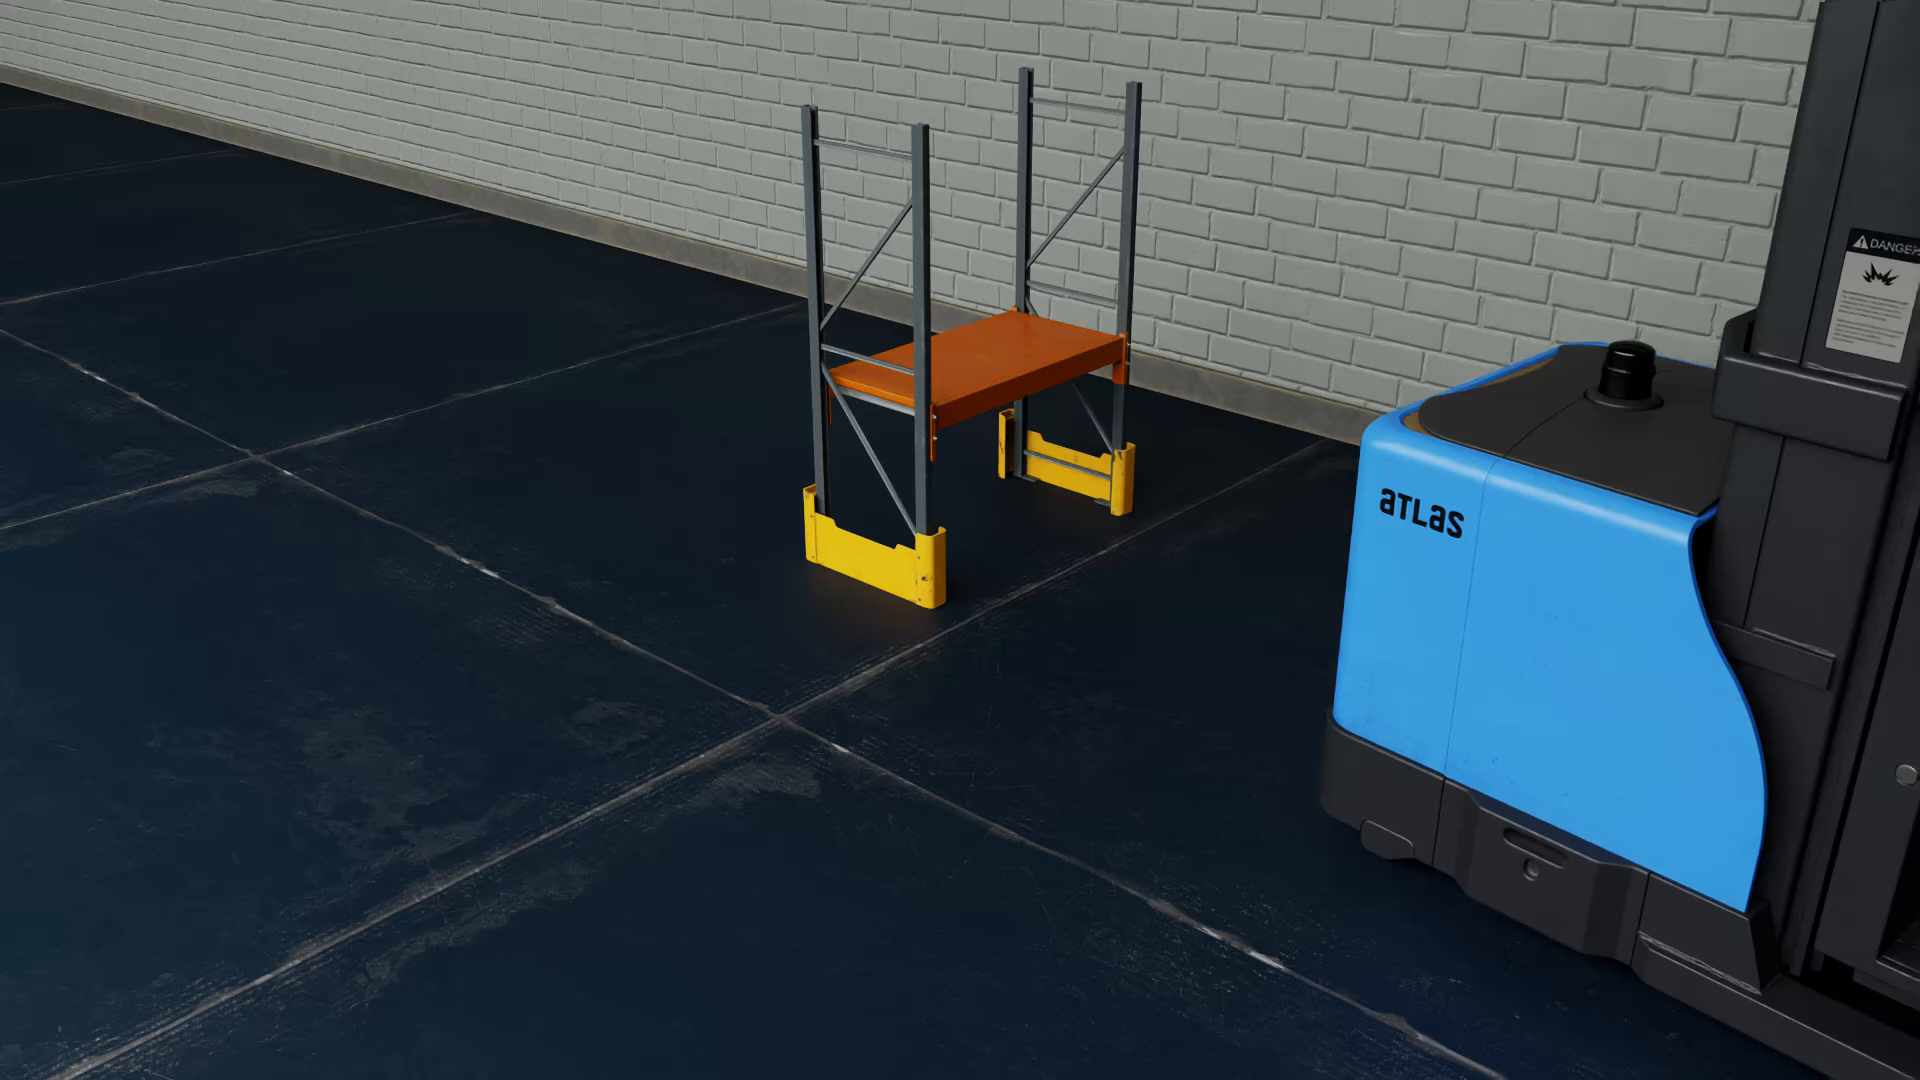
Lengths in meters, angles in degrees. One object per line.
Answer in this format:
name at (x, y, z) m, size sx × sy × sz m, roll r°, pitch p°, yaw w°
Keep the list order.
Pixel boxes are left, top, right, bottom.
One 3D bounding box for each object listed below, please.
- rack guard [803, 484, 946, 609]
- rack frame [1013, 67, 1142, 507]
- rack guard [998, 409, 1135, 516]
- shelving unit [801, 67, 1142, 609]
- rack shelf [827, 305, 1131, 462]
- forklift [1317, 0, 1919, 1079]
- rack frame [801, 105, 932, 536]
rack guard at (-0.281, 0.014, 5.412) m, size 0.587 × 0.250 × 0.087 m, roll 20°, pitch 31°, yaw 38°
rack frame at (0.396, -0.865, 5.847) m, size 0.500 × 1.500 × 0.032 m, roll 20°, pitch 31°, yaw 38°
rack guard at (0.383, -0.289, 6.089) m, size 0.587 × 0.250 × 0.087 m, roll 20°, pitch 31°, yaw 38°
shelving unit at (0.051, -0.708, 5.495) m, size 0.587 × 1.500 × 1.083 m, roll 20°, pitch 31°, yaw 38°
rack shelf at (0.057, -0.546, 5.575) m, size 0.538 × 0.185 × 1.000 m, roll 20°, pitch 31°, yaw 38°
forklift at (2.251, -0.310, 2.860) m, size 1.130 × 2.935 × 3.031 m, roll -20°, pitch 31°, yaw -38°
rack frame at (-0.282, -0.555, 5.156) m, size 0.500 × 1.500 × 0.032 m, roll 20°, pitch 31°, yaw 38°
